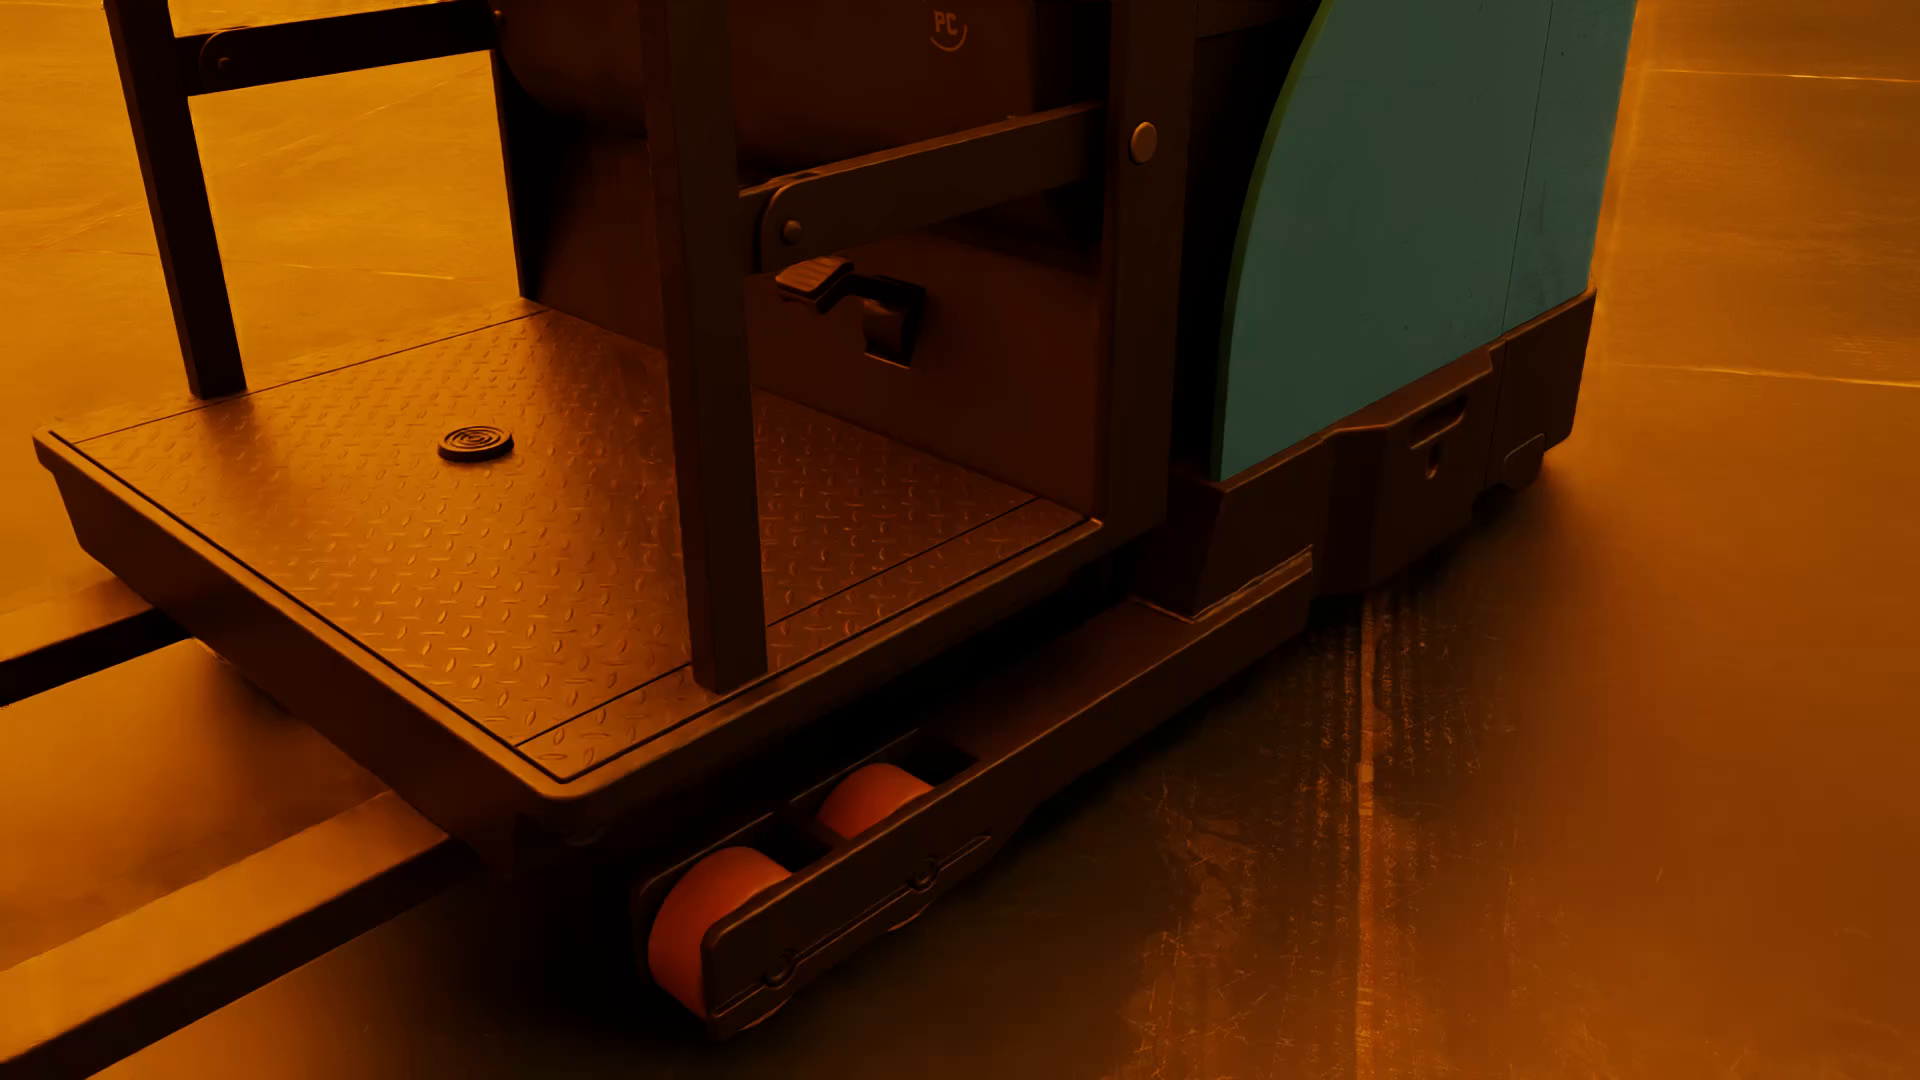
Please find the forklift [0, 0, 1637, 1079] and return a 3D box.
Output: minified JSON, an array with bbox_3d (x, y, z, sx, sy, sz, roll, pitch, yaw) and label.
[{"bbox_3d":[-0.380,-1.106,1.438,1.130,2.935,3.031,23,35,38],"label":"forklift"}]
